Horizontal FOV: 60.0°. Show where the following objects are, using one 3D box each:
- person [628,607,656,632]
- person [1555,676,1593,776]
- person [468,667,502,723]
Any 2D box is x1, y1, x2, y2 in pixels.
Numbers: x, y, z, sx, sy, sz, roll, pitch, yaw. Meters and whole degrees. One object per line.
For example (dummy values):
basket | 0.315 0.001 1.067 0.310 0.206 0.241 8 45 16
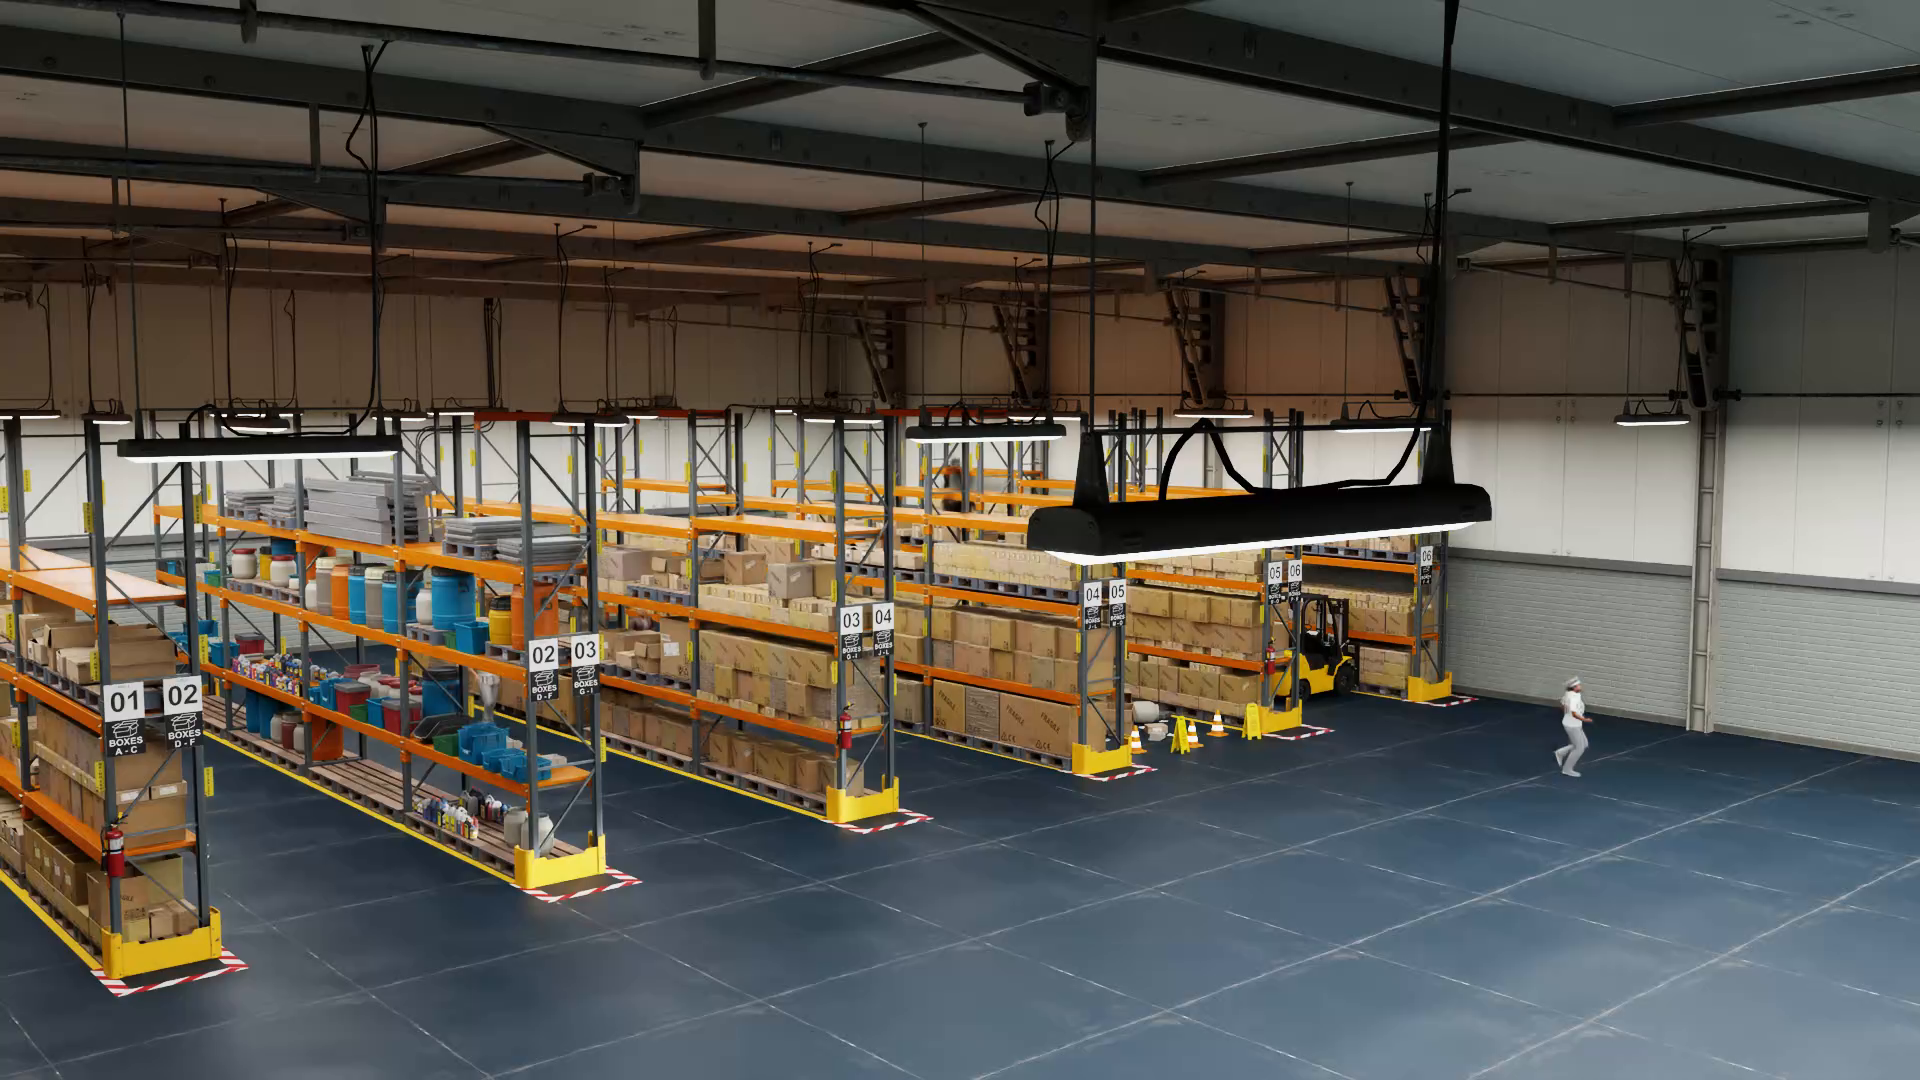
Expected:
person | -6.858 2.288 36.136 0.722 1.735 0.667 -4 6 -36
person | 10.211 3.082 27.608 0.547 1.668 0.613 1 5 12
person | -8.857 2.708 31.257 0.643 1.848 0.760 -5 7 -44
